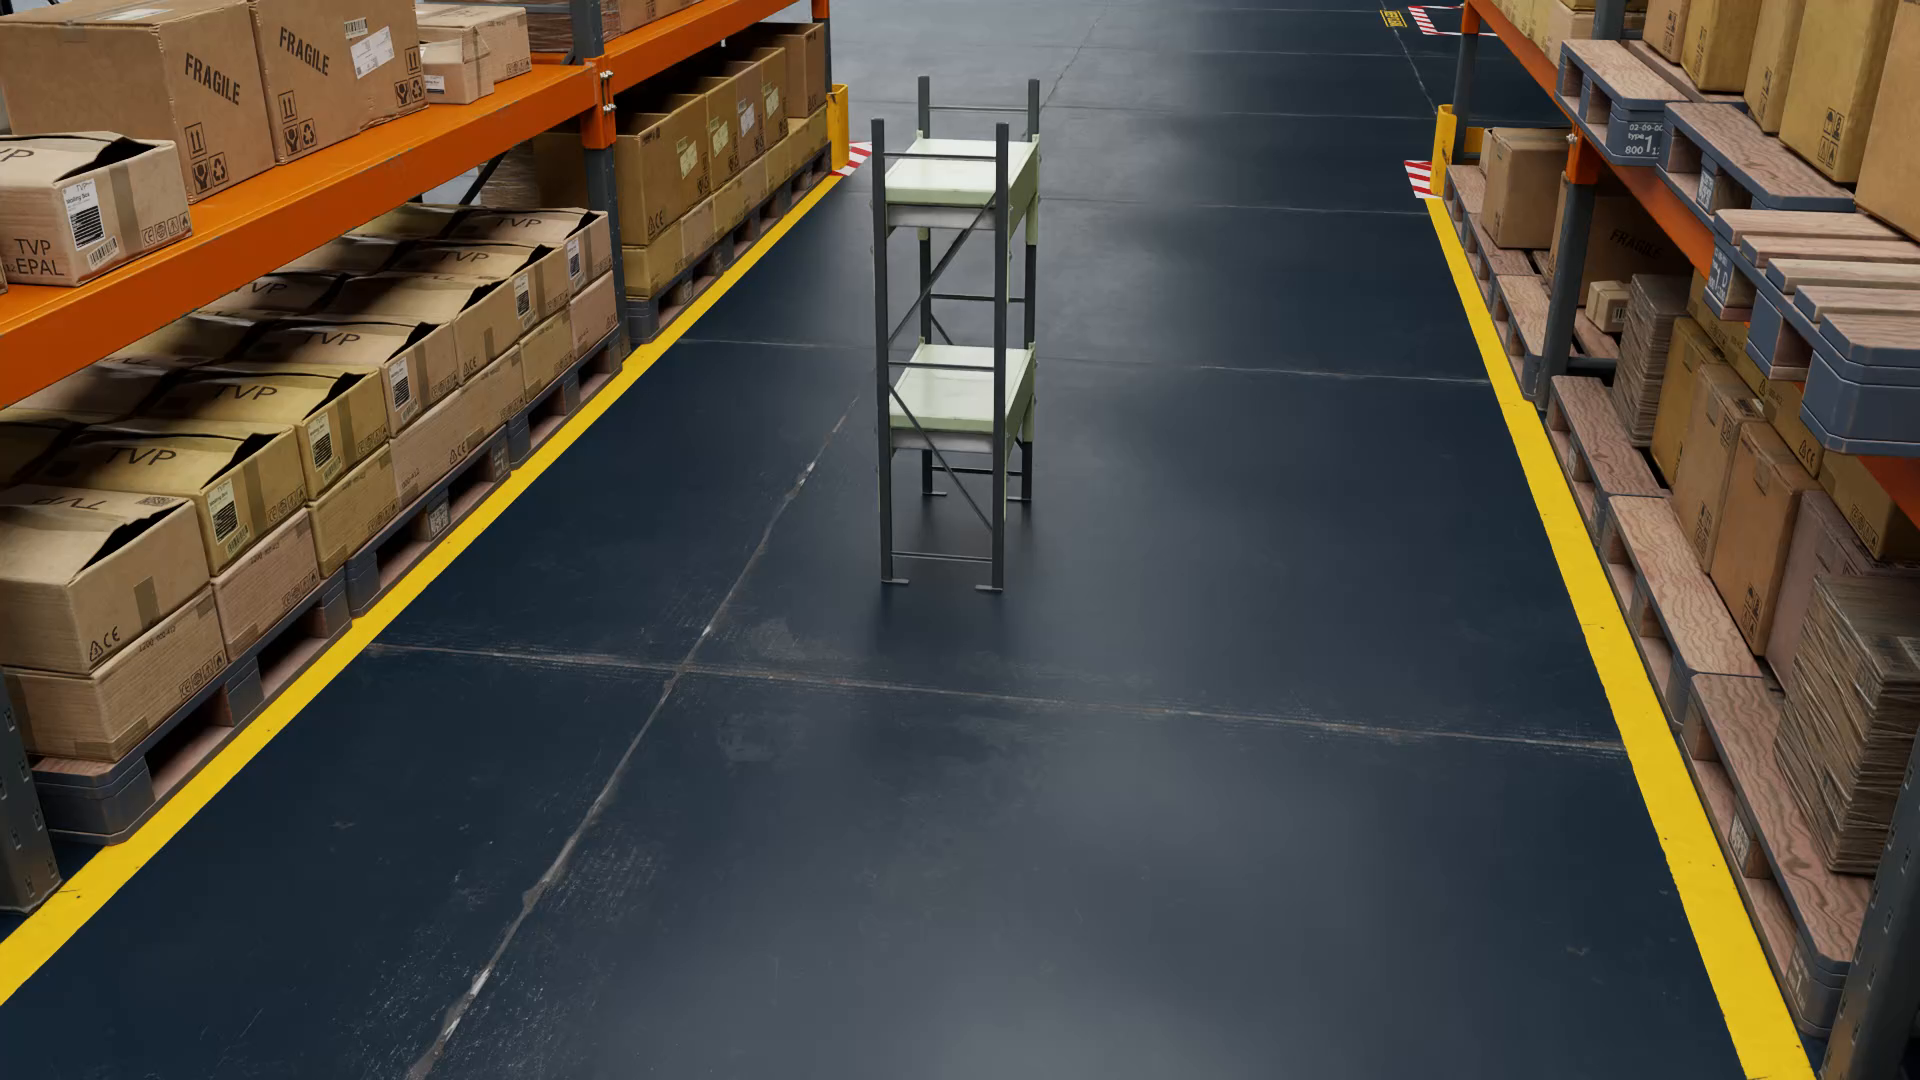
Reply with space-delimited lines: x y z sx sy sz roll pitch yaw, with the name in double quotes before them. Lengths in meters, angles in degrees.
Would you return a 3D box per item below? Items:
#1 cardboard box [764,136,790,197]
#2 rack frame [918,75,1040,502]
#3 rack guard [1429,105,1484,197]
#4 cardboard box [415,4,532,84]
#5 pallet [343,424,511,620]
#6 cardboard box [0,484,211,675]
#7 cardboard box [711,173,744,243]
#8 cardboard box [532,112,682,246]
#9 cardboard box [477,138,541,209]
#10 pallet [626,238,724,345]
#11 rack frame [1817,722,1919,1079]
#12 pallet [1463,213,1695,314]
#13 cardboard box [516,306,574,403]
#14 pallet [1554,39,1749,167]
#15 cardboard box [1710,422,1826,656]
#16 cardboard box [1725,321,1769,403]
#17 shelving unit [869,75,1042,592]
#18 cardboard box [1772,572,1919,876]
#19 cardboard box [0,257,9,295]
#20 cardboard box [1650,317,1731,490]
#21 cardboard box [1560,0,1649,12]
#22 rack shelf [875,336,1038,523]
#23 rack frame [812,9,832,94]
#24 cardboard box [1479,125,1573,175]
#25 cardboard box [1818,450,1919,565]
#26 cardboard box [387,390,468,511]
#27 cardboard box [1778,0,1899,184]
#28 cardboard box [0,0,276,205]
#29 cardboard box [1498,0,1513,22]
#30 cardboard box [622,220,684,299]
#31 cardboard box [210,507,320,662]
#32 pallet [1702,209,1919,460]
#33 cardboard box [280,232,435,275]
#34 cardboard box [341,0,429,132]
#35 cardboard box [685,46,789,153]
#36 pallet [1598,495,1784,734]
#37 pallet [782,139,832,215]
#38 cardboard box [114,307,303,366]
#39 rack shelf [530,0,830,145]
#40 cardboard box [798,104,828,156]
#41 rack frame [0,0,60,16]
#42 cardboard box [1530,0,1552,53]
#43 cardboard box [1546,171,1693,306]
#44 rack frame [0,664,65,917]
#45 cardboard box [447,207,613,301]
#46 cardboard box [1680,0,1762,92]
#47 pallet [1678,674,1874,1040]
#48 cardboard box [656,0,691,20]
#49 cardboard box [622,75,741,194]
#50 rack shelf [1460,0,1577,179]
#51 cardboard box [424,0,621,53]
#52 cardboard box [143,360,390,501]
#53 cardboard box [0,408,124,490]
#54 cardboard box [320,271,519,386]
"cardboard box" -1.289 -2.168 9.591 0.500 0.250 0.500 4 25 9
"rack frame" 0.061 -0.835 5.765 0.400 1.500 0.023 4 25 9
"rack guard" 3.533 -2.381 10.248 1.175 0.500 0.348 4 25 9
"cardboard box" -2.034 -1.937 6.527 0.500 0.250 0.500 6 26 12
"pallet" -2.275 -0.128 5.775 1.003 0.211 1.213 4 25 9
"cardboard box" -2.275 0.062 4.167 0.500 0.311 0.500 5 26 10
"cardboard box" -1.448 -1.749 8.697 0.500 0.250 0.500 4 25 9
"cardboard box" -1.612 -1.671 7.644 0.500 0.500 0.500 4 25 9
"cardboard box" -2.043 -1.916 8.168 0.500 0.500 0.500 4 25 9
"pallet" -1.825 -1.281 8.237 1.003 0.211 1.213 4 25 9
"rack frame" 2.238 -0.199 2.637 1.000 3.000 0.127 4 25 9
"pallet" 3.163 -1.404 8.501 1.003 0.211 1.213 4 25 9
"cardboard box" -1.863 -0.754 6.570 0.500 0.250 0.500 4 25 8
"pallet" 2.623 -1.476 5.591 1.003 0.211 1.213 4 25 9
"cardboard box" 2.556 0.012 4.616 0.700 0.500 0.500 4 25 8
"cardboard box" 2.637 -0.568 4.970 0.500 0.250 0.500 3 25 7
"shelving unit" 0.001 -0.682 5.438 0.431 1.500 0.755 4 25 9
"cardboard box" 2.304 0.429 3.725 0.700 0.500 0.500 4 25 9
"cardboard box" -2.548 -0.650 3.705 0.500 0.311 0.500 6 26 12
"cardboard box" 2.752 -0.411 5.519 0.700 0.500 0.500 4 25 7
"cardboard box" 2.663 -2.372 6.548 0.500 0.500 0.500 4 25 8
"rack shelf" 0.001 -0.387 5.576 0.431 0.370 0.720 4 25 9
"rack frame" -1.343 -3.887 10.515 1.000 3.000 0.127 4 25 9
"cardboard box" 3.343 -2.243 9.657 0.500 0.311 0.500 1 25 3
"cardboard box" 2.459 -0.145 4.066 0.500 0.250 0.500 4 25 10
"cardboard box" -2.030 -0.327 5.658 0.500 0.250 0.500 5 25 10
"cardboard box" 2.486 -1.164 4.061 0.700 0.500 0.500 4 25 9
"cardboard box" -2.392 -1.289 4.848 0.500 0.500 0.500 3 25 6
"cardboard box" 2.907 -2.662 8.052 0.500 0.250 0.500 4 25 9
"cardboard box" -1.622 -1.332 7.805 0.500 0.250 0.500 4 25 9
"cardboard box" -2.194 0.105 4.735 0.500 0.250 0.500 3 25 7
"pallet" 2.249 -0.418 3.331 1.213 0.211 1.003 4 25 9
"cardboard box" -2.397 -1.048 6.537 0.500 0.311 0.500 4 25 8
"cardboard box" -2.224 -1.719 5.766 0.500 0.500 0.500 6 26 12
"cardboard box" -1.286 -2.507 9.431 0.500 0.500 0.500 4 25 9
"pallet" 2.568 0.228 5.013 1.003 0.211 1.213 4 25 9
"pallet" -1.426 -2.301 10.417 1.003 0.211 1.213 4 25 9
"cardboard box" -2.560 -0.614 5.610 0.500 0.311 0.500 5 25 10
"rack shelf" -1.670 -2.725 8.881 1.077 0.370 4.000 4 25 9
"cardboard box" -1.139 -2.587 10.486 0.500 0.250 0.500 4 25 9
"rack frame" -6.229 -4.232 11.252 1.000 3.000 0.127 4 25 9
"cardboard box" 2.759 -2.240 7.151 0.500 0.250 0.500 4 25 9
"cardboard box" 3.021 -1.376 7.581 0.500 0.500 0.500 2 25 5
"rack frame" -2.650 -0.541 3.367 1.000 3.000 0.127 4 25 9
"cardboard box" -1.780 -1.223 6.912 0.500 0.311 0.500 4 25 9
"cardboard box" 2.676 -1.673 5.149 0.700 0.500 0.500 7 26 14
"pallet" 2.367 0.737 3.927 1.003 0.211 1.213 4 25 9
"cardboard box" -1.764 -2.876 8.238 0.700 0.500 0.500 4 25 9
"cardboard box" -1.448 -2.089 8.538 0.500 0.500 0.500 4 25 9
"rack shelf" 3.218 -2.383 8.151 1.077 0.370 4.000 4 25 9
"cardboard box" -1.930 -2.445 7.318 0.700 0.500 0.500 3 25 7
"cardboard box" -2.112 -0.372 5.093 0.500 0.311 0.500 3 25 7
"cardboard box" -2.729 -0.194 4.712 0.500 0.311 0.500 4 25 8
"cardboard box" -1.943 -0.797 6.001 0.500 0.311 0.500 4 25 8
